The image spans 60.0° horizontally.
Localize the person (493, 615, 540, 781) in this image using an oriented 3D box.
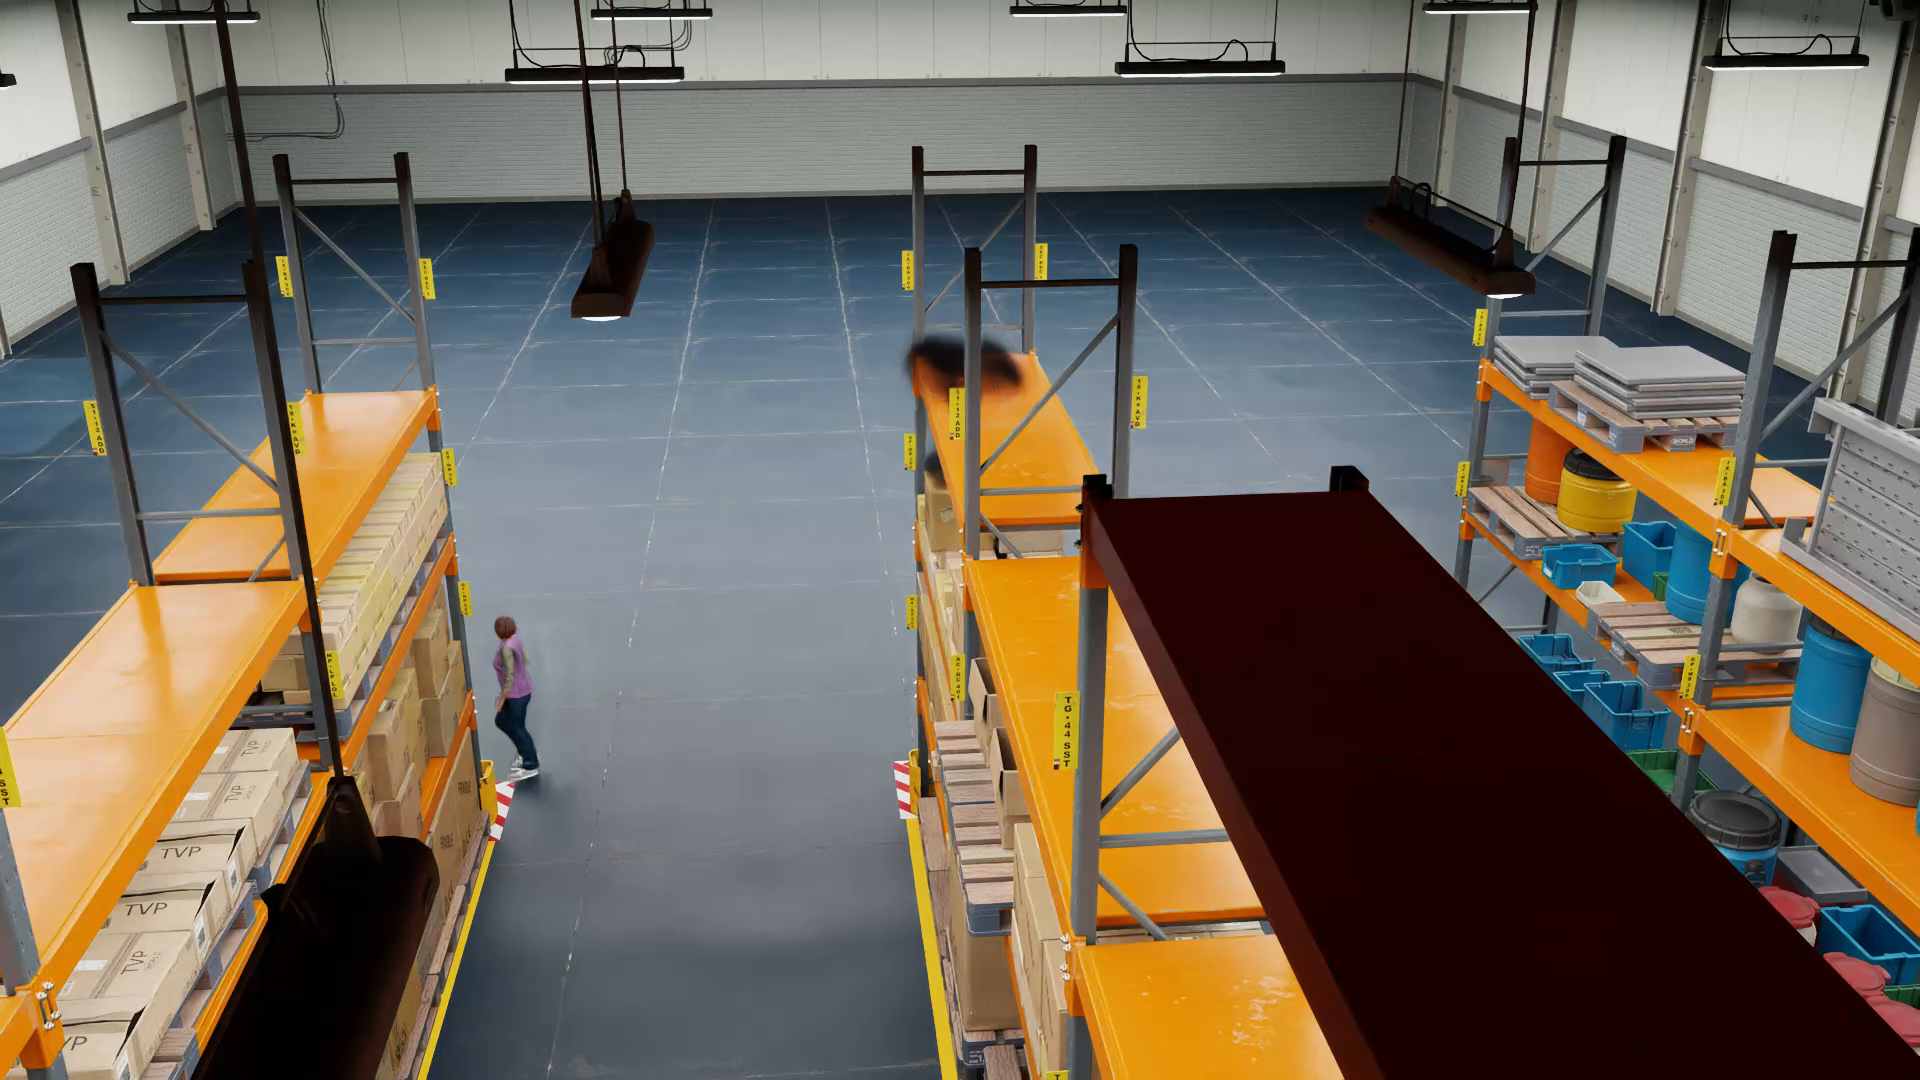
[{"bbox_3d":[-4.254,1.476,15.828,0.400,1.575,0.542,-3,22,-9],"label":"person"}]
